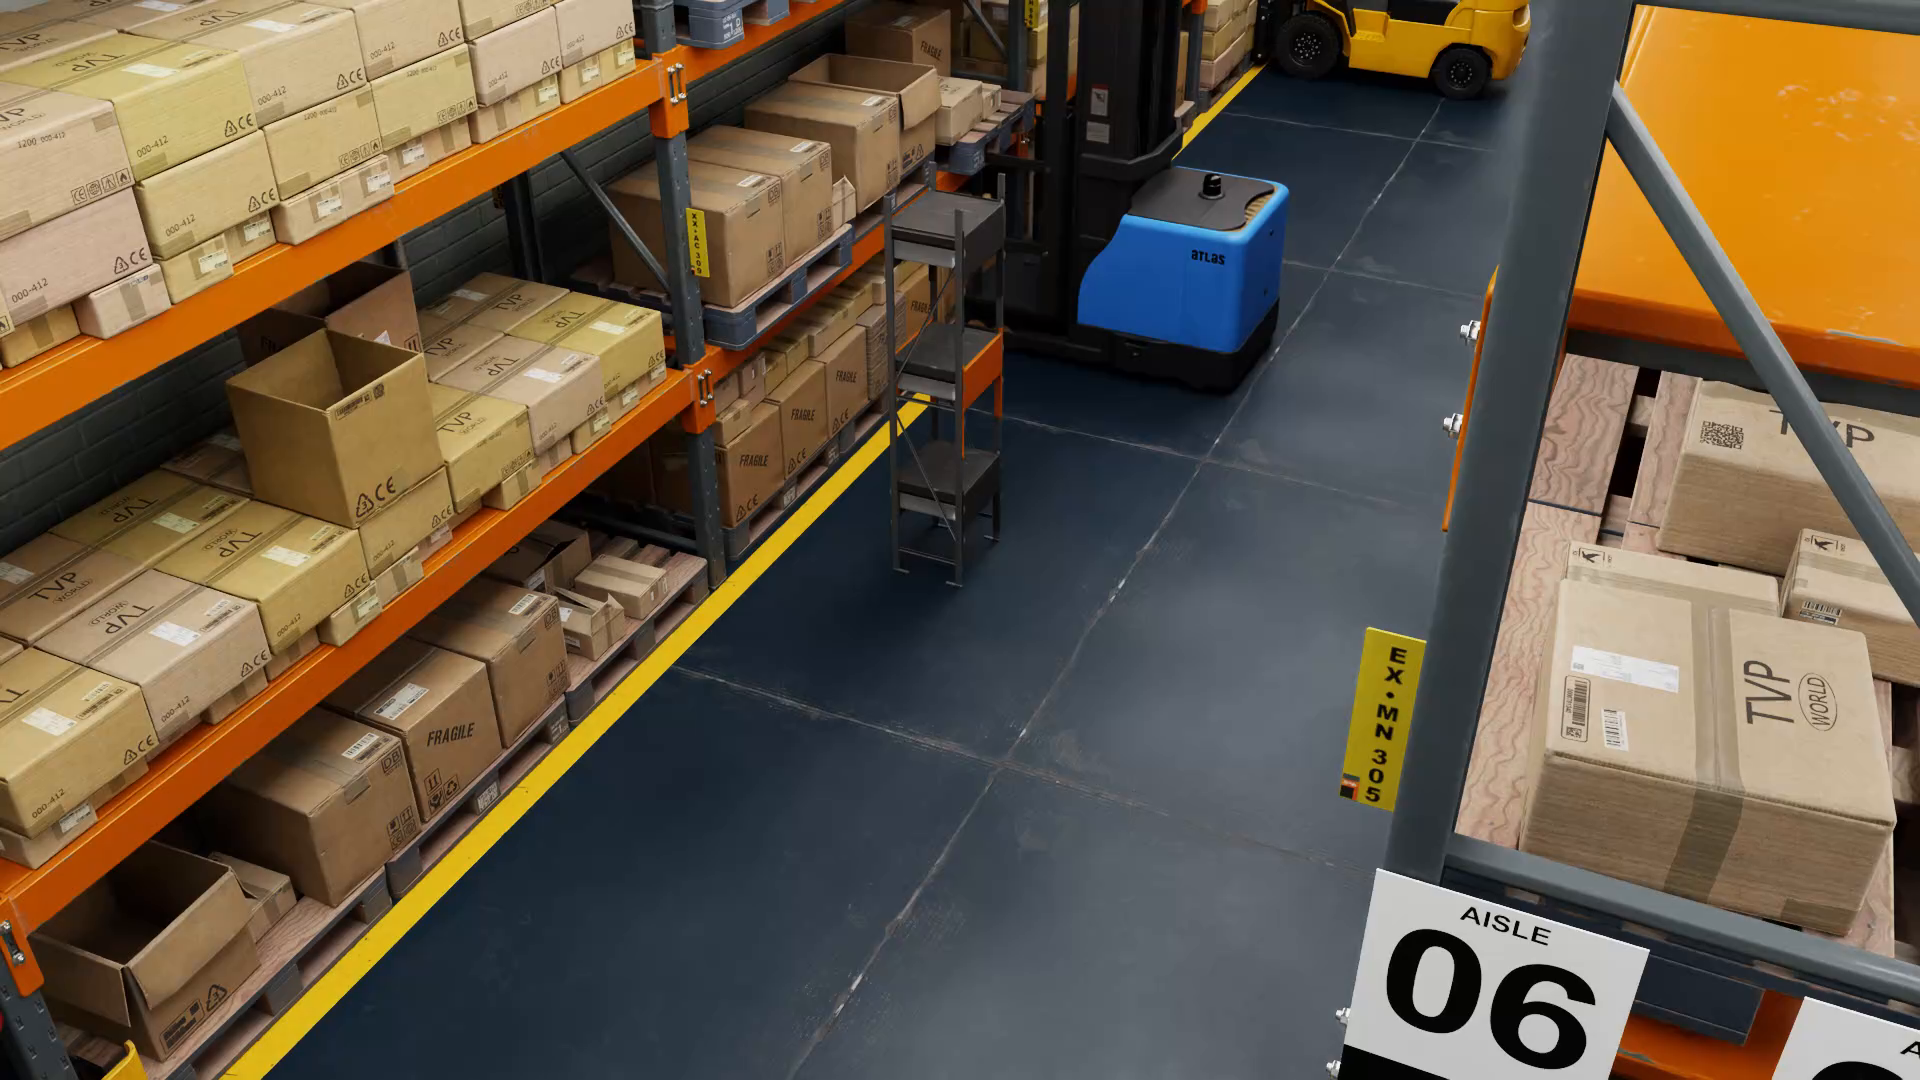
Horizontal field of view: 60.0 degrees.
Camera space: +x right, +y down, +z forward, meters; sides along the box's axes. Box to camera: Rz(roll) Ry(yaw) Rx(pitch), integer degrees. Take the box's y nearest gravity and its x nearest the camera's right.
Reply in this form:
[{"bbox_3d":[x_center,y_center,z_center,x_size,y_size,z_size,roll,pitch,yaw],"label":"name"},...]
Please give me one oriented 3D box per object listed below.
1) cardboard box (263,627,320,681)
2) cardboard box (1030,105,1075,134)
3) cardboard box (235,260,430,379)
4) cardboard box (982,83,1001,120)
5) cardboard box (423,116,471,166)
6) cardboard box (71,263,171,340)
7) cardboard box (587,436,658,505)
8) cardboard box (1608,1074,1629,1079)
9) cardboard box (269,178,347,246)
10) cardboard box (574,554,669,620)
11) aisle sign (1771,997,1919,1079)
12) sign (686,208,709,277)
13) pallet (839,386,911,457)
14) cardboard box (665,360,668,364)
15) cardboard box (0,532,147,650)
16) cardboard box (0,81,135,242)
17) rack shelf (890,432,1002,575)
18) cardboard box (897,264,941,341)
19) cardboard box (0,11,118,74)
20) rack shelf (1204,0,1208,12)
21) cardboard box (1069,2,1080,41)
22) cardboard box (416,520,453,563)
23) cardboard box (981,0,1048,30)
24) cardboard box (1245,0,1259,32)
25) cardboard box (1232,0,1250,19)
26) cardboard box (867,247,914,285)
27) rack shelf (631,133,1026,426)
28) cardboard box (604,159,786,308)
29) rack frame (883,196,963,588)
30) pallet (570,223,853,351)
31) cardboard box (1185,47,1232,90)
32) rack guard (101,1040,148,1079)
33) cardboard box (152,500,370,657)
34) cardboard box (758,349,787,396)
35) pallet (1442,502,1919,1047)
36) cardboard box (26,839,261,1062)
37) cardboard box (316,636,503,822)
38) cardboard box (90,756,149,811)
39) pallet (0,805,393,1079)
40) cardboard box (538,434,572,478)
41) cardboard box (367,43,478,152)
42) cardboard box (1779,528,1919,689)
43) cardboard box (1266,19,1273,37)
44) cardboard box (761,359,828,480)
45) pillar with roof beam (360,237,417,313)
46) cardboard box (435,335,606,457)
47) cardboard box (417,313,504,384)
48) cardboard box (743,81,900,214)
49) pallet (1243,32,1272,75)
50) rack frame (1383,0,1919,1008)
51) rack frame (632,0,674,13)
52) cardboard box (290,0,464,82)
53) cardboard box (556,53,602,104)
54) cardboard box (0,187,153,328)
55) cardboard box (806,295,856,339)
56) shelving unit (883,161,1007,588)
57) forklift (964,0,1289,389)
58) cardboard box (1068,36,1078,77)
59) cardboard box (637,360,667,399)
[{"bbox_3d":[-2.588,0.343,6.088,0.380,0.149,0.250,15,36,21],"label":"cardboard box"},{"bbox_3d":[0.502,-2.941,12.651,0.875,0.625,0.625,15,36,22],"label":"cardboard box"},{"bbox_3d":[-2.576,-0.826,6.824,0.500,0.500,0.500,13,35,19],"label":"cardboard box"},{"bbox_3d":[0.036,-2.779,10.467,0.380,0.149,0.250,15,36,21],"label":"cardboard box"},{"bbox_3d":[-2.065,-1.533,6.215,0.380,0.149,0.250,15,36,22],"label":"cardboard box"},{"bbox_3d":[-2.634,-0.755,5.028,0.380,0.149,0.250,15,36,22],"label":"cardboard box"},{"bbox_3d":[-1.775,-0.574,9.155,0.500,0.500,0.500,14,36,20],"label":"cardboard box"},{"bbox_3d":[1.093,1.042,3.200,0.380,0.149,0.250,15,36,21],"label":"cardboard box"},{"bbox_3d":[-2.311,-1.135,5.608,0.380,0.149,0.250,14,36,21],"label":"cardboard box"},{"bbox_3d":[-1.678,0.230,8.249,0.380,0.149,0.250,13,35,19],"label":"cardboard box"},{"bbox_3d":[1.358,1.013,2.467,0.394,0.787,0.004,14,36,20],"label":"aisle sign"},{"bbox_3d":[-1.215,-1.373,7.687,0.100,0.325,0.005,14,36,20],"label":"sign"},{"bbox_3d":[-0.897,-0.989,10.434,1.003,0.211,1.213,14,36,20],"label":"pallet"},{"bbox_3d":[-1.714,-0.915,9.083,0.380,0.149,0.250,14,36,21],"label":"cardboard box"},{"bbox_3d":[-3.217,0.253,5.863,0.500,0.250,0.500,14,36,21],"label":"cardboard box"},{"bbox_3d":[-2.741,-1.077,4.699,0.500,0.250,0.500,14,36,20],"label":"cardboard box"},{"bbox_3d":[-0.069,-0.199,8.808,0.431,0.518,0.480,14,36,20],"label":"rack shelf"},{"bbox_3d":[-0.455,-1.486,10.546,0.500,0.500,0.500,16,36,23],"label":"cardboard box"},{"bbox_3d":[-3.028,-1.468,5.295,0.500,0.250,0.500,15,36,21],"label":"cardboard box"},{"bbox_3d":[2.472,-5.811,15.901,1.077,0.370,4.000,14,36,20],"label":"rack shelf"},{"bbox_3d":[0.580,-3.684,11.682,0.500,0.250,0.500,15,36,22],"label":"cardboard box"},{"bbox_3d":[-2.277,-0.045,6.681,0.380,0.149,0.250,14,36,20],"label":"cardboard box"},{"bbox_3d":[0.363,-3.528,11.080,0.380,0.149,0.250,15,36,22],"label":"cardboard box"},{"bbox_3d":[2.548,-5.020,15.707,0.500,0.250,0.500,14,36,20],"label":"cardboard box"},{"bbox_3d":[2.346,-4.981,15.192,0.500,0.250,0.500,14,36,21],"label":"cardboard box"},{"bbox_3d":[-0.506,-1.712,10.298,0.380,0.149,0.250,14,36,20],"label":"cardboard box"},{"bbox_3d":[-0.875,-1.827,9.825,1.077,0.370,4.000,14,36,20],"label":"rack shelf"},{"bbox_3d":[-1.306,-1.538,8.255,0.700,0.500,0.500,15,36,22],"label":"cardboard box"},{"bbox_3d":[-0.171,-0.674,8.232,0.400,2.100,0.015,14,36,20],"label":"rack frame"},{"bbox_3d":[-1.278,-1.424,8.730,1.003,0.211,1.213,14,36,20],"label":"pallet"},{"bbox_3d":[2.139,-4.306,15.075,0.500,0.250,0.500,15,36,21],"label":"cardboard box"},{"bbox_3d":[-3.353,1.868,5.813,1.175,0.500,0.348,14,36,20],"label":"rack guard"},{"bbox_3d":[-2.531,0.131,6.049,0.500,0.250,0.500,13,36,20],"label":"cardboard box"},{"bbox_3d":[-1.177,-0.937,9.117,0.380,0.149,0.250,12,35,18],"label":"cardboard box"},{"bbox_3d":[1.426,0.408,3.105,1.003,0.211,1.213,14,36,20],"label":"pallet"},{"bbox_3d":[-3.043,1.446,6.071,0.797,0.503,0.637,13,35,19],"label":"cardboard box"},{"bbox_3d":[-2.338,0.790,7.074,0.500,0.500,0.500,15,36,21],"label":"cardboard box"},{"bbox_3d":[-2.934,0.728,5.502,0.380,0.149,0.250,15,36,22],"label":"cardboard box"},{"bbox_3d":[-3.021,1.592,6.499,1.003,0.211,1.213,14,36,20],"label":"pallet"},{"bbox_3d":[-1.926,-0.416,7.246,0.380,0.149,0.250,15,36,22],"label":"cardboard box"},{"bbox_3d":[-2.119,-1.636,6.008,0.500,0.250,0.500,15,36,21],"label":"cardboard box"},{"bbox_3d":[1.789,0.142,3.186,0.380,0.149,0.250,16,36,22],"label":"cardboard box"},{"bbox_3d":[2.768,-5.071,16.241,0.500,0.250,0.500,15,36,22],"label":"cardboard box"},{"bbox_3d":[-1.091,-0.718,9.375,0.500,0.500,0.500,14,36,20],"label":"cardboard box"},{"bbox_3d":[1.089,-2.513,4.744,9.100,9.000,0.400,14,36,20],"label":"pillar with roof beam"},{"bbox_3d":[-1.899,-0.631,7.210,0.500,0.250,0.500,14,36,21],"label":"cardboard box"},{"bbox_3d":[-2.367,-0.757,7.403,0.500,0.250,0.500,14,36,20],"label":"cardboard box"},{"bbox_3d":[-0.761,-2.187,9.245,0.700,0.500,0.500,14,36,20],"label":"cardboard box"},{"bbox_3d":[2.515,-4.946,16.469,1.003,0.211,1.213,14,36,20],"label":"pallet"},{"bbox_3d":[1.125,-0.511,1.691,1.000,3.000,0.127,14,36,20],"label":"rack frame"},{"bbox_3d":[-1.712,-3.640,6.463,1.000,3.000,0.127,14,36,20],"label":"rack frame"},{"bbox_3d":[-2.128,-1.845,5.870,0.500,0.250,0.500,15,36,21],"label":"cardboard box"},{"bbox_3d":[-1.699,-1.913,6.793,0.380,0.149,0.250,14,36,20],"label":"cardboard box"},{"bbox_3d":[-2.757,-0.872,4.842,0.500,0.250,0.500,15,36,21],"label":"cardboard box"},{"bbox_3d":[-0.830,-1.315,9.694,0.380,0.149,0.250,15,36,22],"label":"cardboard box"},{"bbox_3d":[-0.069,-0.796,8.417,0.431,2.100,0.503,14,36,20],"label":"shelving unit"},{"bbox_3d":[0.564,-2.723,10.598,3.031,2.935,1.130,15,36,21],"label":"forklift"},{"bbox_3d":[0.584,-3.475,11.820,0.500,0.250,0.500,13,36,19],"label":"cardboard box"},{"bbox_3d":[-1.616,-0.810,7.847,0.380,0.149,0.250,15,36,21],"label":"cardboard box"}]
